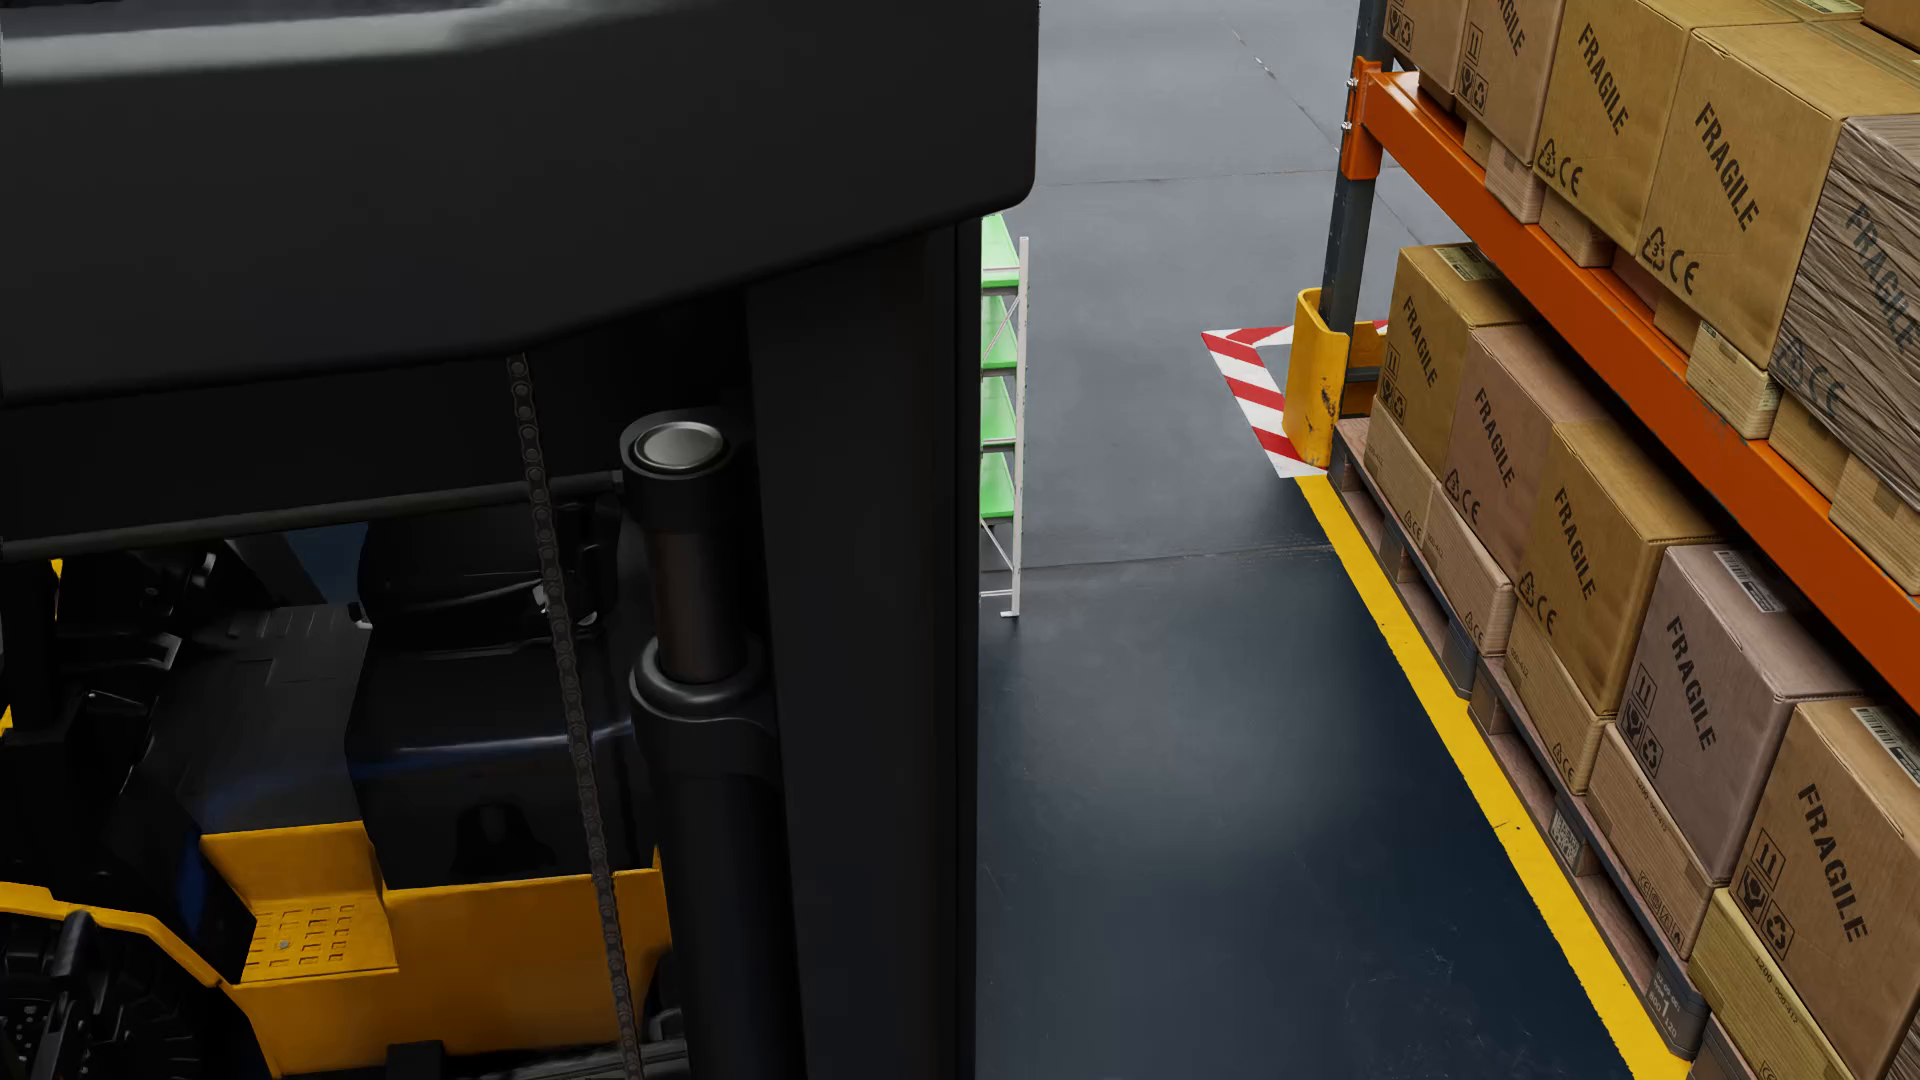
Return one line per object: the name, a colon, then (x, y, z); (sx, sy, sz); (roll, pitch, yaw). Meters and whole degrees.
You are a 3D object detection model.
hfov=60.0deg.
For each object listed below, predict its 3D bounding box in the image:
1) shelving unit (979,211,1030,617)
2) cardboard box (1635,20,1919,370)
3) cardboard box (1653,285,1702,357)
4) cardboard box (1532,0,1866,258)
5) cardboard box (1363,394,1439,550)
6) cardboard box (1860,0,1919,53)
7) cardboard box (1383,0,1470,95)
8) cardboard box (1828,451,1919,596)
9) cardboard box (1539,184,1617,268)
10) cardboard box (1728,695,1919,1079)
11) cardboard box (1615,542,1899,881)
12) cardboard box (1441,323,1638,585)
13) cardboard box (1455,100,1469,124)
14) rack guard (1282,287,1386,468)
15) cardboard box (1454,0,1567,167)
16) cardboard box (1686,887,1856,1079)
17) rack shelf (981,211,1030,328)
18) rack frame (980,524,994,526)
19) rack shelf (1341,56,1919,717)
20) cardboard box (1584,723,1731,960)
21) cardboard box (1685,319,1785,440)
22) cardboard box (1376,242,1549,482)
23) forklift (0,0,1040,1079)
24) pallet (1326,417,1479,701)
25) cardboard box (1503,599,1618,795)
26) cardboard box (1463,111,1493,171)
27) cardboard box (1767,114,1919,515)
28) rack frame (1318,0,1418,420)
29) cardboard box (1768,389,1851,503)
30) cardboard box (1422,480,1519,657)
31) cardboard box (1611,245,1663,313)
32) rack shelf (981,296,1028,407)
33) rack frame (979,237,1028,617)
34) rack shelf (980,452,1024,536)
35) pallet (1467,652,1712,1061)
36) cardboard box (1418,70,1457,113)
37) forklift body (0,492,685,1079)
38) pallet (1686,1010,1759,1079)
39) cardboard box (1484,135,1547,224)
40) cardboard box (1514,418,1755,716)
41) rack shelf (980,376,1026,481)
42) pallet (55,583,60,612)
shelving unit: (0.022, -0.403, 4.777); (0.258, 1.200, 0.503); (-4, 35, -6)
cardboard box: (1.722, -0.684, 3.238); (0.500, 0.500, 0.500); (-5, 35, -7)
cardboard box: (1.716, -0.479, 3.513); (0.380, 0.149, 0.250); (-5, 35, -8)
cardboard box: (1.646, -0.967, 3.653); (0.500, 0.500, 0.500); (-5, 35, -7)
cardboard box: (1.548, -0.228, 4.989); (0.500, 0.250, 0.500); (-5, 35, -7)
cardboard box: (2.160, -1.122, 2.992); (0.700, 0.500, 0.500); (-5, 35, -7)
cardboard box: (1.503, -1.540, 4.494); (0.500, 0.500, 0.500); (-5, 35, -7)
cardboard box: (1.767, -0.049, 2.881); (0.380, 0.149, 0.250); (-5, 35, -7)
cardboard box: (1.615, -0.772, 3.942); (0.380, 0.149, 0.250); (-3, 34, -5)
cardboard box: (1.836, 0.630, 3.065); (0.500, 0.500, 0.500); (-4, 34, -6)
cardboard box: (1.767, 0.345, 3.483); (0.500, 0.500, 0.500); (-3, 34, -4)
cardboard box: (1.627, -0.233, 4.331); (0.500, 0.500, 0.500); (-6, 35, -8)
cardboard box: (1.603, -1.213, 4.589); (0.380, 0.149, 0.250); (-4, 34, -6)
rack guard: (1.724, -0.586, 5.666); (1.175, 0.500, 0.348); (-4, 35, -6)
cardboard box: (1.576, -1.252, 4.070); (0.500, 0.500, 0.500); (-3, 34, -5)
cardboard box: (1.825, 0.927, 3.294); (0.500, 0.250, 0.500); (-5, 35, -8)
rack shelf: (0.022, -0.747, 4.542); (0.258, 0.148, 0.480); (-4, 35, -6)
rack frame: (-0.011, -0.540, 4.976); (0.240, 1.200, 0.015); (-4, 35, -6)
rack shelf: (1.983, -0.248, 3.589); (1.077, 0.370, 4.000); (-4, 35, -6)
cardboard box: (1.761, 0.643, 3.711); (0.500, 0.250, 0.500); (-4, 34, -6)
cardboard box: (1.692, -0.334, 3.300); (0.380, 0.149, 0.250); (-4, 34, -6)
cardboard box: (1.552, -0.524, 4.759); (0.500, 0.500, 0.500); (-5, 35, -8)
forklift: (-0.580, 0.498, 1.916); (1.130, 2.935, 3.031); (-7, 35, -11)
pallet: (1.798, -0.011, 5.078); (1.003, 0.211, 1.213); (-4, 35, -6)
cardboard box: (1.696, 0.361, 4.125); (0.500, 0.250, 0.500); (-2, 34, -3)
cardboard box: (1.558, -1.059, 4.363); (0.380, 0.149, 0.250); (-5, 35, -8)
cardboard box: (1.795, -0.399, 2.819); (0.500, 0.500, 0.500); (-3, 34, -5)
rack frame: (1.714, -1.662, 5.025); (1.000, 3.000, 0.127); (-4, 35, -6)
cardboard box: (1.762, -0.194, 3.094); (0.380, 0.149, 0.250); (-5, 35, -7)
cardboard box: (1.610, 0.058, 4.571); (0.500, 0.250, 0.500); (-3, 34, -5)
cardboard box: (1.710, -0.629, 3.732); (0.380, 0.149, 0.250); (-3, 34, -5)
rack shelf: (0.022, -0.549, 4.677); (0.258, 0.148, 0.480); (-4, 35, -6)
rack frame: (0.055, -0.267, 4.577); (0.240, 1.200, 0.015); (-4, 35, -6)
rack shelf: (0.022, -0.152, 4.948); (0.258, 0.148, 0.480); (-4, 35, -6)
pallet: (1.959, 0.668, 4.082); (1.003, 0.211, 1.213); (-4, 35, -6)
cardboard box: (1.555, -1.353, 4.794); (0.380, 0.149, 0.250); (-4, 35, -6)
forklift body: (-1.141, -0.013, 3.359); (2.313, 2.155, 1.214); (-4, 35, -6)
pallet: (2.127, 1.351, 3.080); (1.003, 0.211, 1.213); (-4, 35, -6)
cardboard box: (1.547, -0.913, 4.150); (0.380, 0.149, 0.250); (-4, 34, -6)
cardboard box: (1.686, 0.048, 3.919); (0.500, 0.500, 0.500); (-4, 34, -5)
rack shelf: (0.022, -0.351, 4.813); (0.258, 0.148, 0.480); (-4, 35, -6)
pallet: (-3.060, 0.292, 4.634); (1.003, 0.211, 1.213); (-4, 35, -6)
